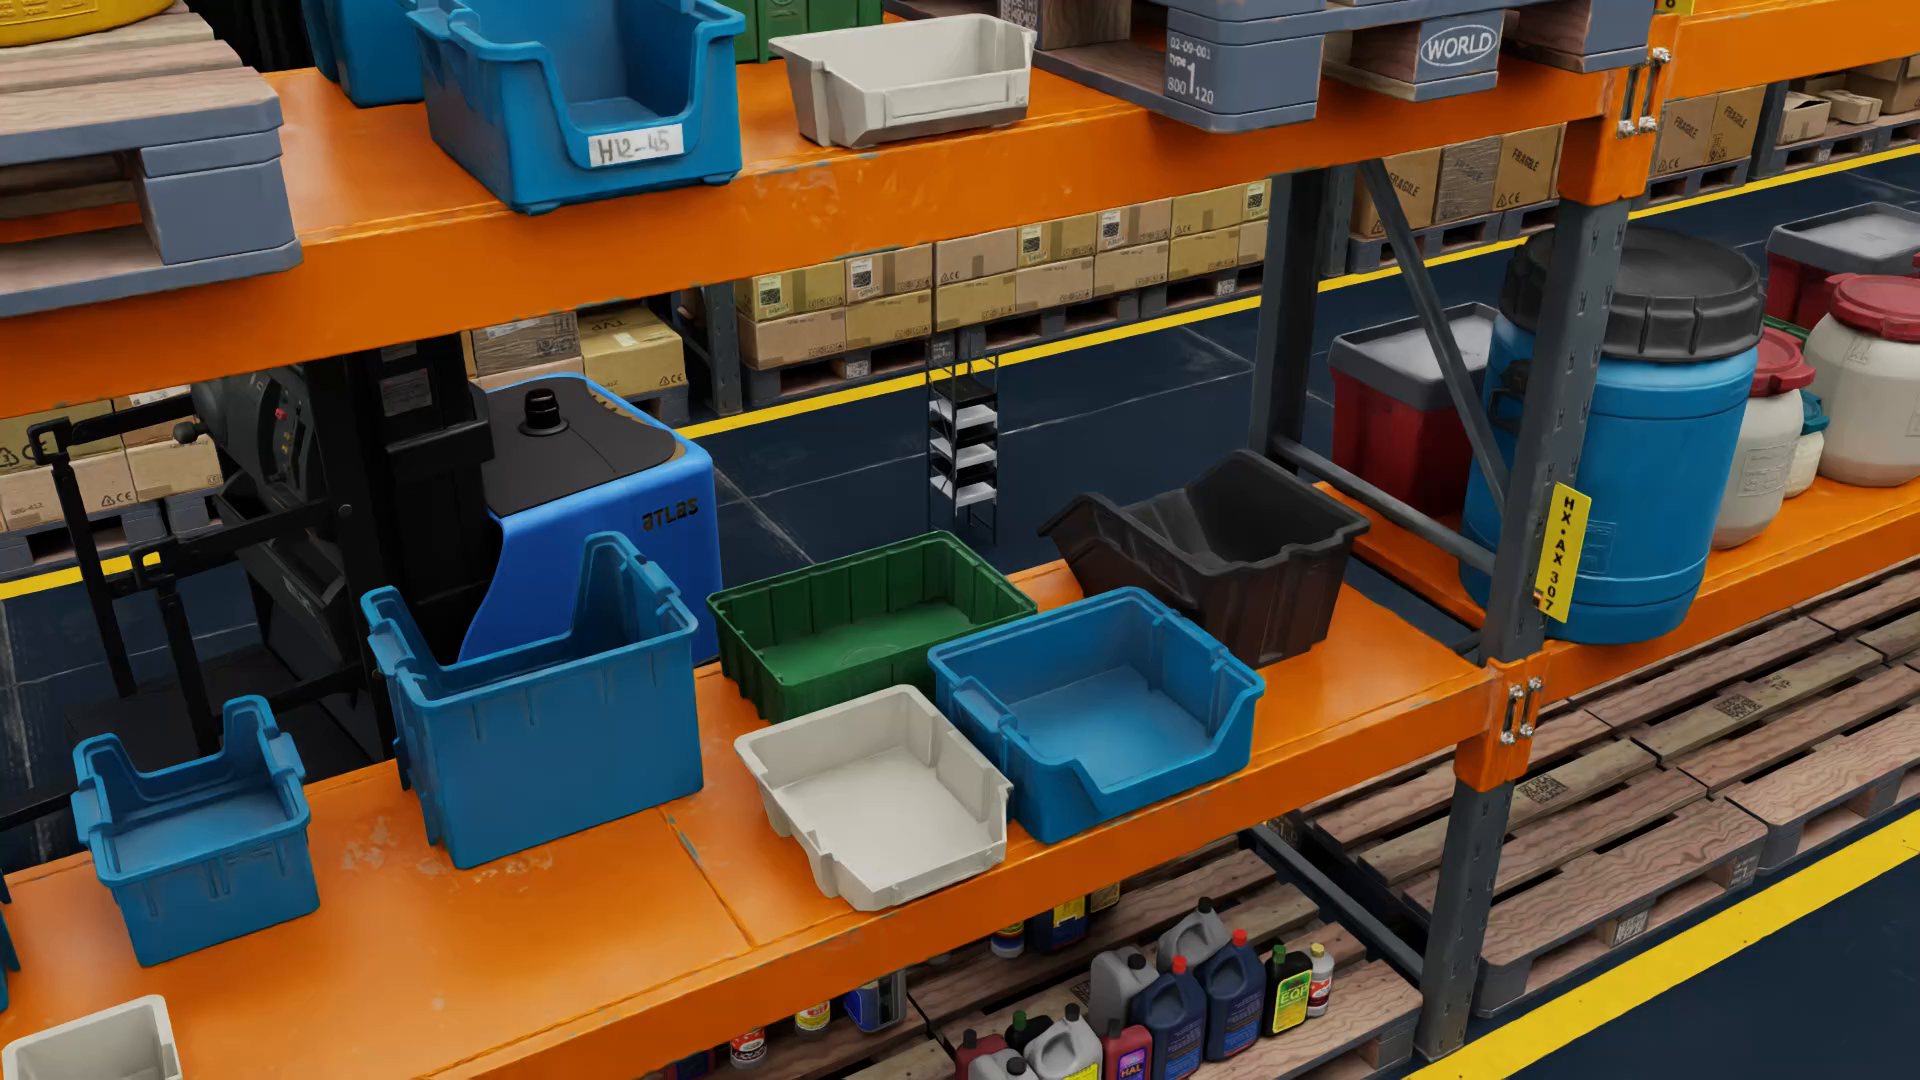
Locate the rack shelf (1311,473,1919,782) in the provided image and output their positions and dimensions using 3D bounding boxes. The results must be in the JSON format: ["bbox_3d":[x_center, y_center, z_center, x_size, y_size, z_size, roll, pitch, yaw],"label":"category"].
[{"bbox_3d":[2.830,-0.255,5.352,4.000,0.370,1.077,-16,33,-26],"label":"rack shelf"}]

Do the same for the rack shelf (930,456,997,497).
[{"bbox_3d":[0.007,-0.288,7.096,0.200,0.077,0.258,-16,33,-26],"label":"rack shelf"}]

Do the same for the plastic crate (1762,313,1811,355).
[{"bbox_3d":[2.464,-0.531,5.328,0.662,0.188,0.450,-16,33,-26],"label":"plastic crate"}]

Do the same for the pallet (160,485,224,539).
[{"bbox_3d":[-3.161,-0.446,7.840,1.213,0.211,1.003,-16,33,-26],"label":"pallet"}]

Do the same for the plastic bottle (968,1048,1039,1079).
[{"bbox_3d":[0.110,1.361,4.042,0.135,0.276,0.152,-15,32,-25],"label":"plastic bottle"}]

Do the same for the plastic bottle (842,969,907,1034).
[{"bbox_3d":[-0.233,1.150,4.425,0.135,0.276,0.152,-16,33,-26],"label":"plastic bottle"}]

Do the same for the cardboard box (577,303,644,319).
[{"bbox_3d":[-1.954,-1.138,8.618,0.500,0.250,0.500,-16,33,-26],"label":"cardboard box"}]

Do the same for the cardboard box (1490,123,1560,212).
[{"bbox_3d":[3.468,-2.466,10.745,0.500,0.500,0.500,-16,33,-27],"label":"cardboard box"}]

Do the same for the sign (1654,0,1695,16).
[{"bbox_3d":[1.374,-1.166,3.144,0.005,0.325,0.100,-16,33,-26],"label":"sign"}]

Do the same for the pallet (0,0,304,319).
[{"bbox_3d":[-1.581,-0.494,2.131,1.213,0.211,1.003,-16,33,-26],"label":"pallet"}]

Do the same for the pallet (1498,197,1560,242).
[{"bbox_3d":[3.761,-2.367,11.320,1.213,0.211,1.003,-16,33,-26],"label":"pallet"}]

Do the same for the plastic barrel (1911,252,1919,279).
[{"bbox_3d":[3.047,-0.568,5.034,0.433,0.535,0.433,0,29,0],"label":"plastic barrel"}]

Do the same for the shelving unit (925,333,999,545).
[{"bbox_3d":[0.007,-0.396,7.036,0.210,0.900,0.258,-16,33,-26],"label":"shelving unit"}]

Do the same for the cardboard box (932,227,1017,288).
[{"bbox_3d":[-0.039,-1.615,8.903,0.500,0.311,0.500,-17,33,-28],"label":"cardboard box"}]

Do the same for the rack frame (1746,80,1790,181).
[{"bbox_3d":[5.496,-4.103,11.580,0.127,3.000,1.000,-16,33,-26],"label":"rack frame"}]

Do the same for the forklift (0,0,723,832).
[{"bbox_3d":[-2.267,-0.352,4.855,3.031,2.935,1.130,-22,36,-35],"label":"forklift"}]

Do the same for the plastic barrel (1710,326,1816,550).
[{"bbox_3d":[2.041,-0.283,4.517,0.433,0.535,0.433,0,29,0],"label":"plastic barrel"}]

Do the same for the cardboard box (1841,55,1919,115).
[{"bbox_3d":[7.114,-3.665,12.914,0.637,0.503,0.797,-16,33,-26],"label":"cardboard box"}]

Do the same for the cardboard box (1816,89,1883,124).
[{"bbox_3d":[6.709,-3.284,12.573,0.250,0.166,0.380,-16,33,-26],"label":"cardboard box"}]

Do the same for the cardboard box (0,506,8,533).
[{"bbox_3d":[-4.275,-0.184,6.890,0.500,0.250,0.500,-16,33,-26],"label":"cardboard box"}]

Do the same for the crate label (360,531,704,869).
[{"bbox_3d":[-0.894,0.320,3.529,0.616,0.435,0.502,-16,33,-26],"label":"crate label"}]

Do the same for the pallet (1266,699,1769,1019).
[{"bbox_3d":[1.763,0.932,5.343,1.213,0.211,1.003,-16,33,-26],"label":"pallet"}]

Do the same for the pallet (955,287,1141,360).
[{"bbox_3d":[0.267,-1.421,9.607,1.213,0.211,1.003,-16,33,-26],"label":"pallet"}]

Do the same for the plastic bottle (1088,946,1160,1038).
[{"bbox_3d":[0.434,1.189,4.355,0.135,0.276,0.152,-16,33,-26],"label":"plastic bottle"}]

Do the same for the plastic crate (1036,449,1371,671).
[{"bbox_3d":[0.589,0.022,4.170,0.504,0.338,0.767,-16,33,-26],"label":"plastic crate"}]

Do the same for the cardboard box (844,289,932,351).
[{"bbox_3d":[-0.486,-1.245,8.812,0.500,0.250,0.500,-15,32,-25],"label":"cardboard box"}]

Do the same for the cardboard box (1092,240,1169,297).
[{"bbox_3d":[0.840,-1.624,9.499,0.500,0.250,0.500,-15,32,-25],"label":"cardboard box"}]

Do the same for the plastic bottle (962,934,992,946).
[{"bbox_3d":[0.036,0.958,4.696,0.185,0.351,0.144,-17,33,-28],"label":"plastic bottle"}]

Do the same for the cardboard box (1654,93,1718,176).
[{"bbox_3d":[4.786,-2.844,11.430,0.500,0.500,0.500,-16,33,-26],"label":"cardboard box"}]

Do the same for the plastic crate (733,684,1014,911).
[{"bbox_3d":[-0.166,0.538,3.443,0.437,0.136,0.530,-16,33,-26],"label":"plastic crate"}]

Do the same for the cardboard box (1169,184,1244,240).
[{"bbox_3d":[1.276,-1.989,9.580,0.500,0.311,0.500,-16,33,-27],"label":"cardboard box"}]

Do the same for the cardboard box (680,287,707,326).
[{"bbox_3d":[-1.190,-1.347,8.997,0.500,0.250,0.500,-16,33,-27],"label":"cardboard box"}]

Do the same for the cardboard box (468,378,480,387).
[{"bbox_3d":[-2.550,-0.673,7.777,0.500,0.250,0.500,-16,33,-26],"label":"cardboard box"}]

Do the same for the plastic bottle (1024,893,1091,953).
[{"bbox_3d":[0.272,0.972,4.671,0.185,0.351,0.144,-16,33,-26],"label":"plastic bottle"}]

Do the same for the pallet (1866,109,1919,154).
[{"bbox_3d":[7.142,-3.350,13.103,1.213,0.211,1.003,-16,33,-26],"label":"pallet"}]

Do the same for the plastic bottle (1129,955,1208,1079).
[{"bbox_3d":[0.531,1.211,4.237,0.185,0.351,0.144,-18,33,-29],"label":"plastic bottle"}]

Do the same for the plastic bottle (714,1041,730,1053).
[{"bbox_3d":[-0.631,1.182,4.367,0.135,0.276,0.152,-17,33,-28],"label":"plastic bottle"}]

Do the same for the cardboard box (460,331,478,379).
[{"bbox_3d":[-2.556,-1.007,7.605,0.500,0.500,0.500,-16,33,-26],"label":"cardboard box"}]

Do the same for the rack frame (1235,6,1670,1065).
[{"bbox_3d":[1.105,-0.080,4.291,0.127,3.000,1.000,-16,33,-26],"label":"rack frame"}]

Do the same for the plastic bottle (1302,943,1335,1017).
[{"bbox_3d":[0.950,1.171,4.465,0.097,0.201,0.097,0,29,0],"label":"plastic bottle"}]

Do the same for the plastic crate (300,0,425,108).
[{"bbox_3d":[-0.852,-1.000,2.869,0.575,0.384,0.392,-16,33,-26],"label":"plastic crate"}]

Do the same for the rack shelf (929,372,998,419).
[{"bbox_3d":[0.007,-0.603,6.922,0.200,0.077,0.258,-16,33,-26],"label":"rack shelf"}]
